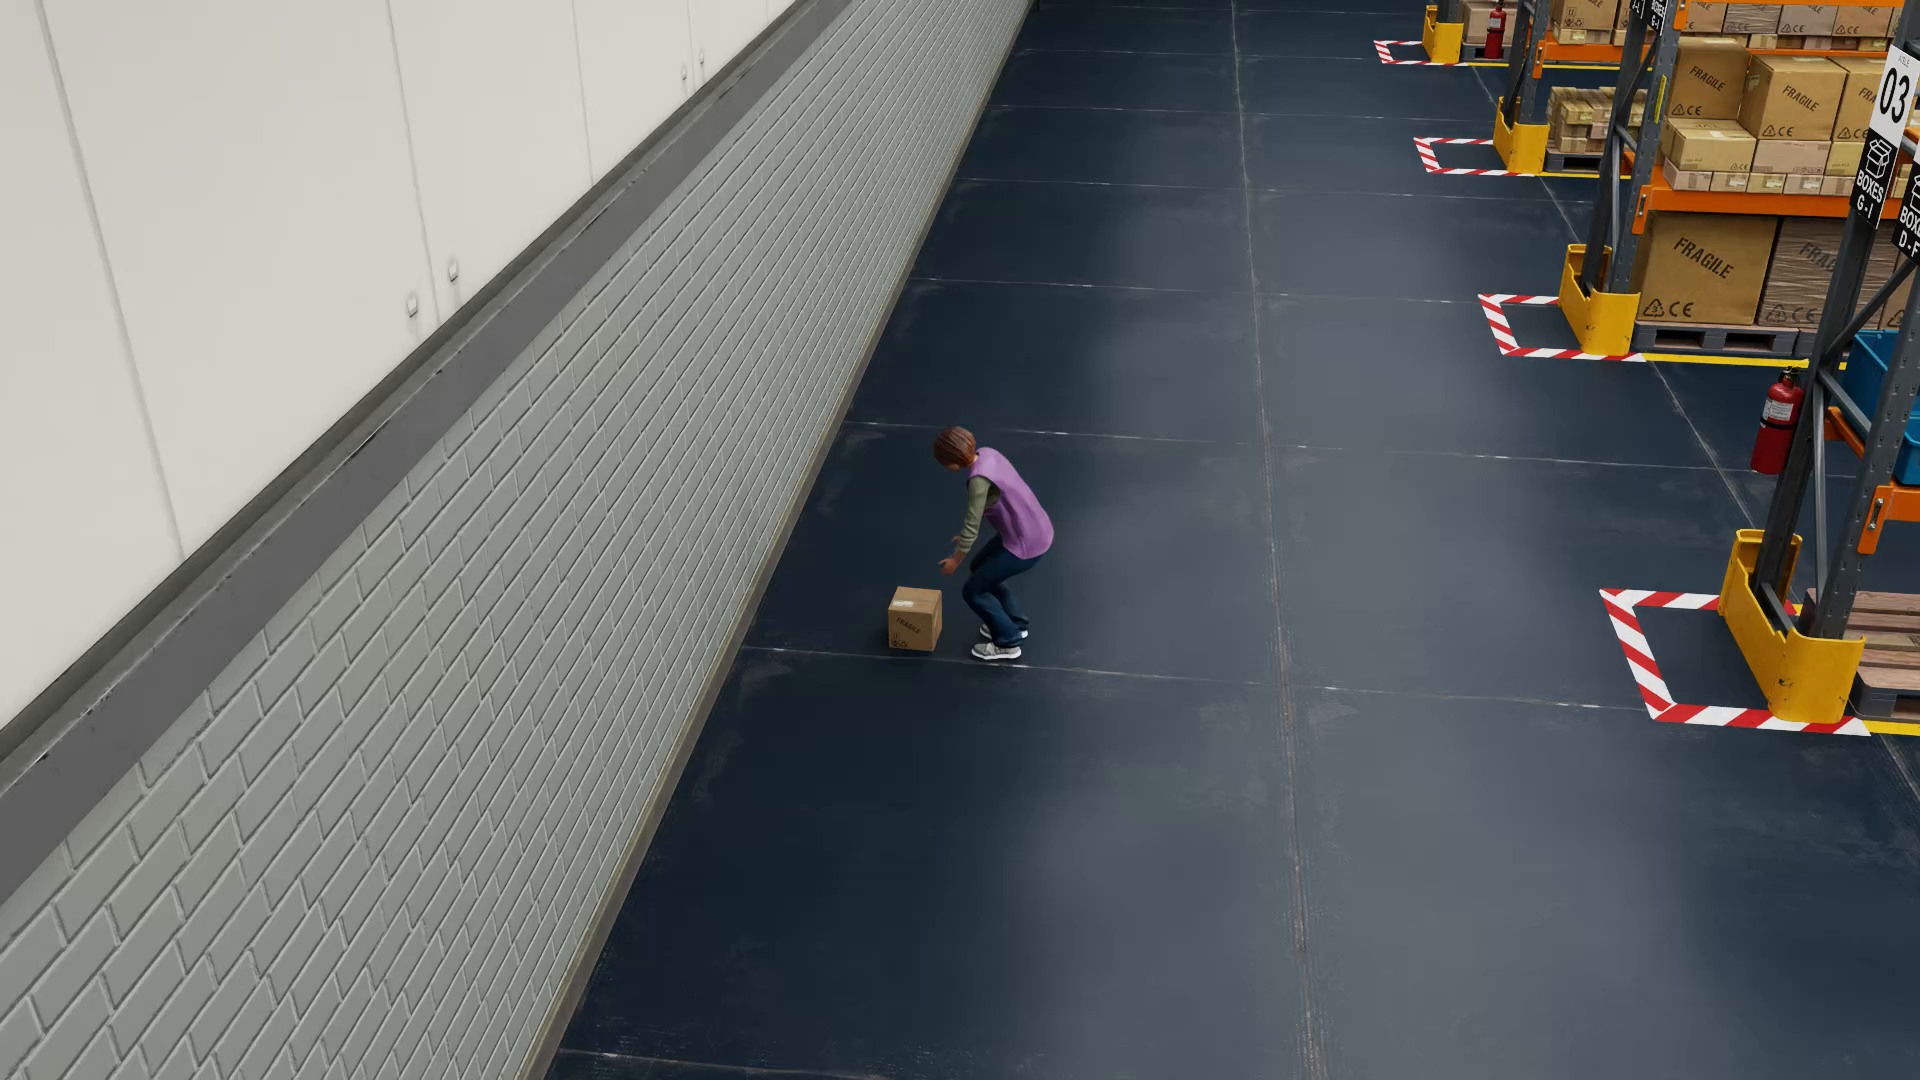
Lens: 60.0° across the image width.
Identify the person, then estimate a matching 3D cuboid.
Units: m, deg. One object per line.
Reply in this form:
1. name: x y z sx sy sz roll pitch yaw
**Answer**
1. person: 0.176 0.023 8.884 0.640 1.325 0.462 5 29 9
